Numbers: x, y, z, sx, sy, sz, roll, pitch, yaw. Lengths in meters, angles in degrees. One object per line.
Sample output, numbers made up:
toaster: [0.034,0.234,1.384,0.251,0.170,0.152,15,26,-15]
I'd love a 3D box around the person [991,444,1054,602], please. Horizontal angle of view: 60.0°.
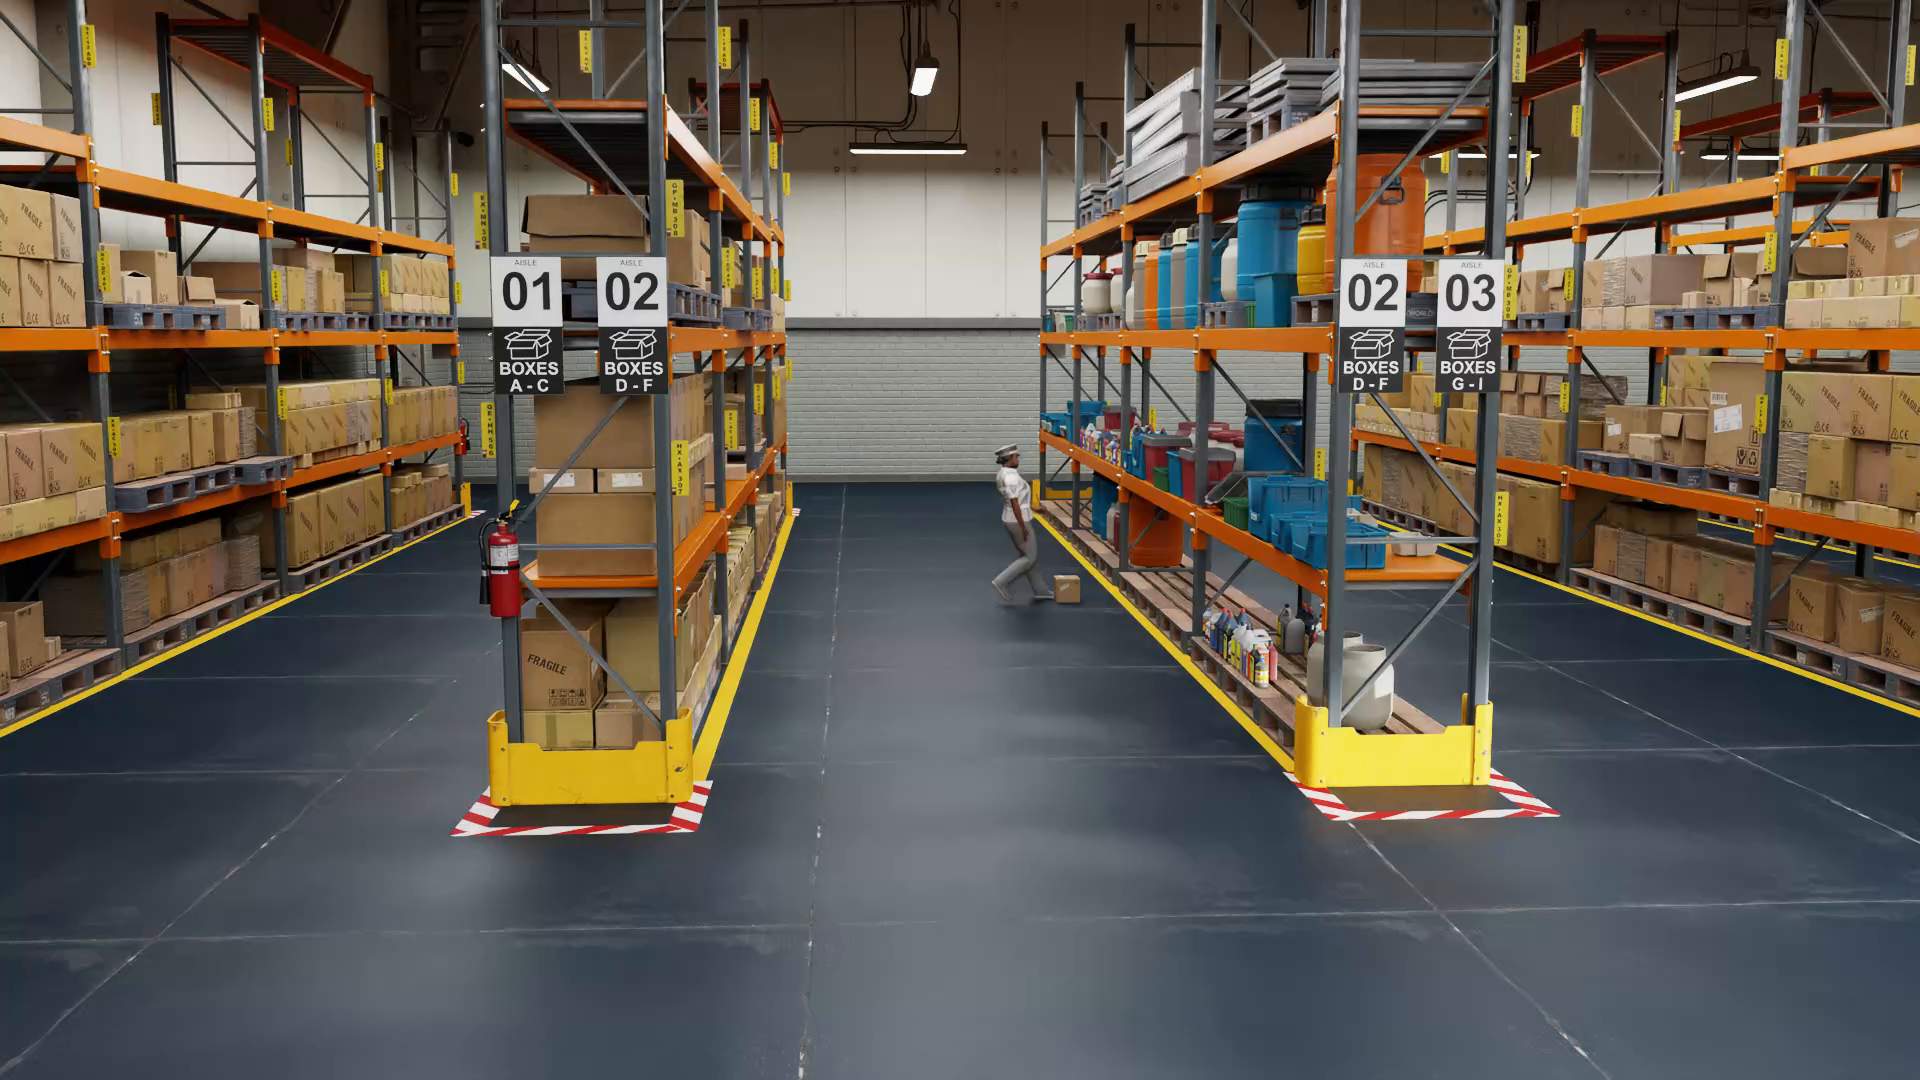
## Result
person: [0.691,-0.185,17.258,0.789,1.624,0.525,-1,7,-10]
